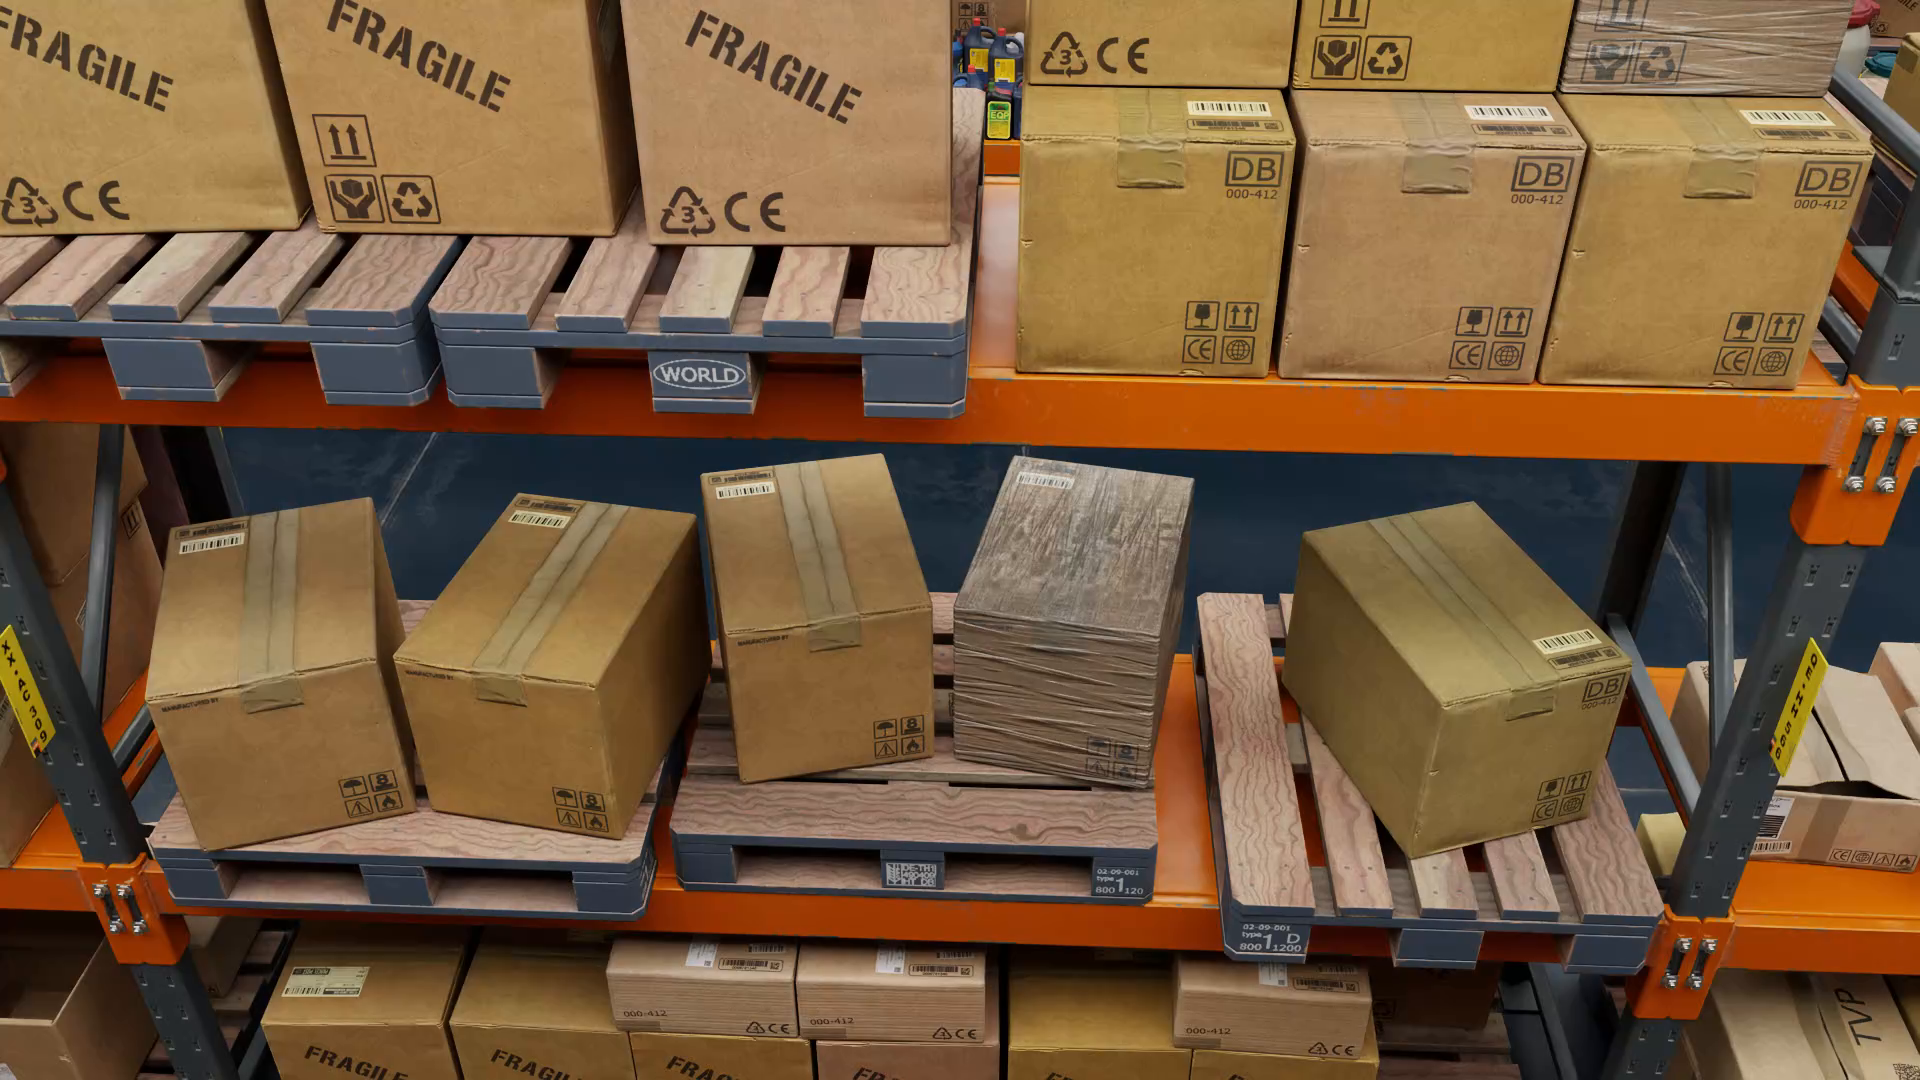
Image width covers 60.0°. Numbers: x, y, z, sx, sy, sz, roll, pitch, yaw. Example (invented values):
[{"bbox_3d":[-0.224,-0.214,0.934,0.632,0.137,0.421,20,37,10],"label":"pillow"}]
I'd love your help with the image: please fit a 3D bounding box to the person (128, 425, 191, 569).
[{"bbox_3d":[-3.096,-0.104,6.303,0.500,1.822,0.581,0,35,0],"label":"person"}]
